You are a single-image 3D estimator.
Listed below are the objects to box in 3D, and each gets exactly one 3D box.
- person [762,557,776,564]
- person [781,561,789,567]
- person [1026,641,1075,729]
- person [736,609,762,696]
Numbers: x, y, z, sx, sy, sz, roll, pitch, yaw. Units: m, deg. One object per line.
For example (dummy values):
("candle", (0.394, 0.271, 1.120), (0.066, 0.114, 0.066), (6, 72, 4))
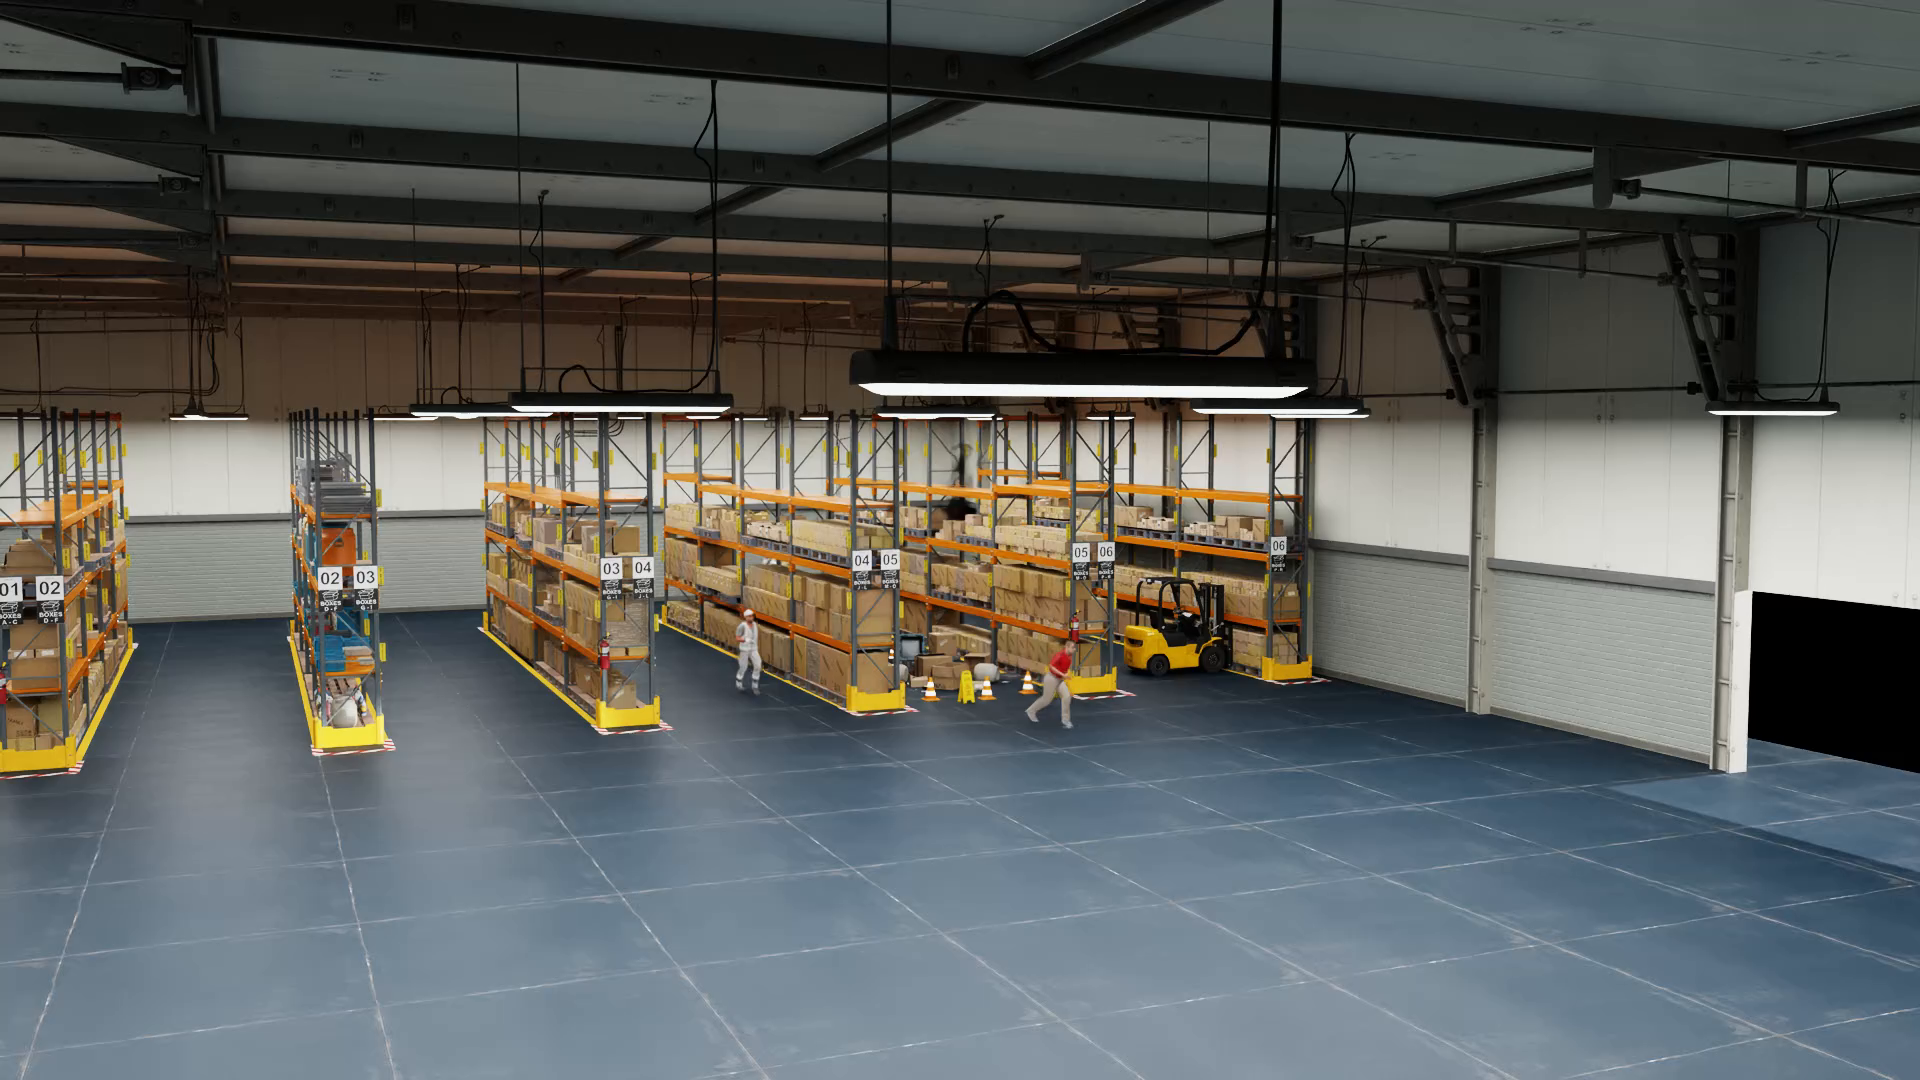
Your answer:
("person", (-5.975, 1.195, 52.033), (0.680, 1.801, 0.866), (4, 6, 44))
("person", (-5.512, 1.223, 52.280), (0.549, 1.725, 0.763), (4, 5, 41))
("person", (1.729, 2.723, 31.474), (1.018, 1.696, 0.703), (2, 4, 27))
("person", (-4.484, 2.372, 35.145), (0.588, 1.831, 0.835), (-3, 5, -34))
